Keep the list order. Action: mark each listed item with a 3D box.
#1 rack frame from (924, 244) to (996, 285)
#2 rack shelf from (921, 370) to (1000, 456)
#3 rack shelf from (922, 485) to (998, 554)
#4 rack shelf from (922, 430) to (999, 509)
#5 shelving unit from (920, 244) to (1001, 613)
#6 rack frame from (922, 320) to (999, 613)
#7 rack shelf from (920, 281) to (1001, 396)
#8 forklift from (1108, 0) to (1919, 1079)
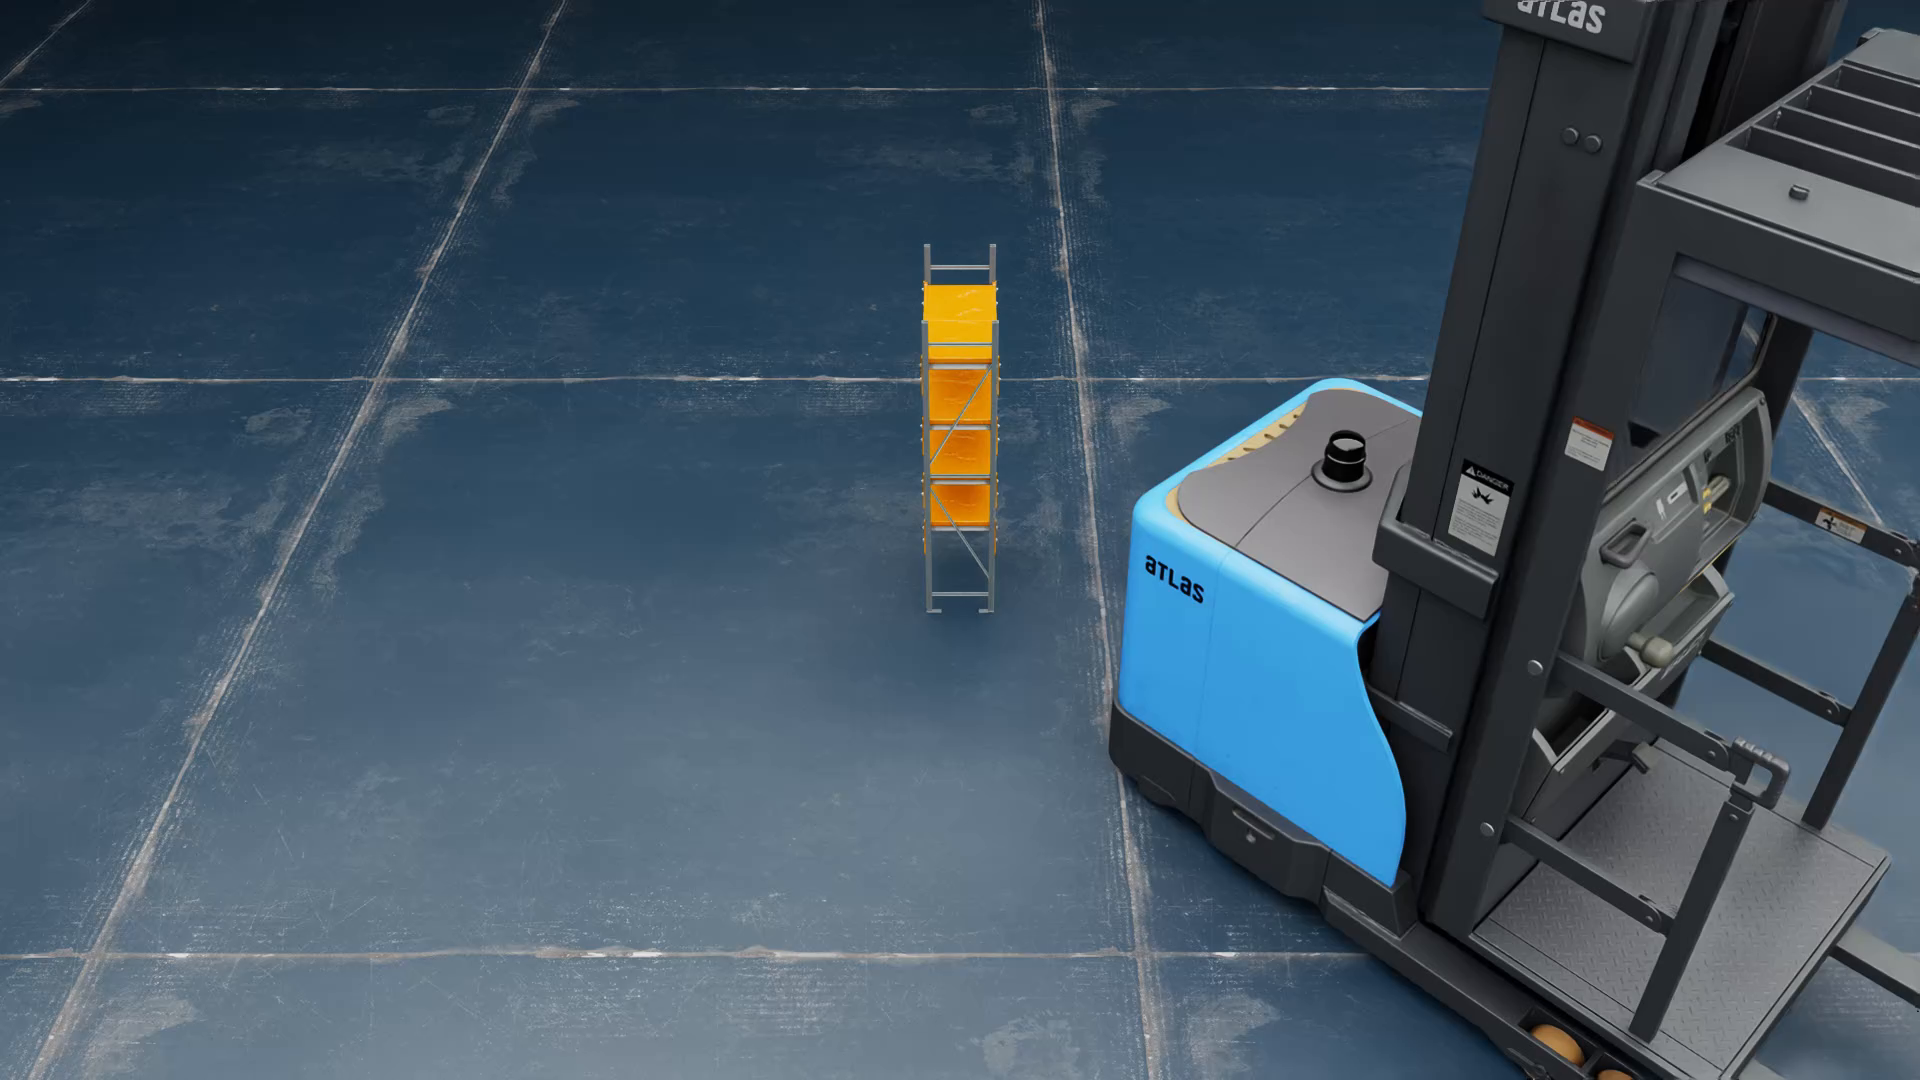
[{"bbox_3d":[0.000,-0.517,5.936,0.240,1.200,0.015,0,39,0],"label":"rack frame"},{"bbox_3d":[0.000,-0.487,5.648,0.258,0.148,0.480,0,39,0],"label":"rack shelf"},{"bbox_3d":[0.000,-0.157,5.912,0.258,0.148,0.480,0,39,0],"label":"rack shelf"},{"bbox_3d":[0.000,-0.312,5.788,0.258,0.148,0.480,0,39,0],"label":"rack shelf"},{"bbox_3d":[0.000,-0.365,5.746,0.258,1.200,0.503,0,39,0],"label":"shelving unit"},{"bbox_3d":[0.000,-0.212,5.555,0.240,1.200,0.015,0,39,0],"label":"rack frame"},{"bbox_3d":[0.000,-0.671,5.500,0.258,0.148,0.480,0,39,0],"label":"rack shelf"},{"bbox_3d":[1.864,0.032,3.866,1.130,2.935,3.031,-32,48,-33],"label":"forklift"}]
